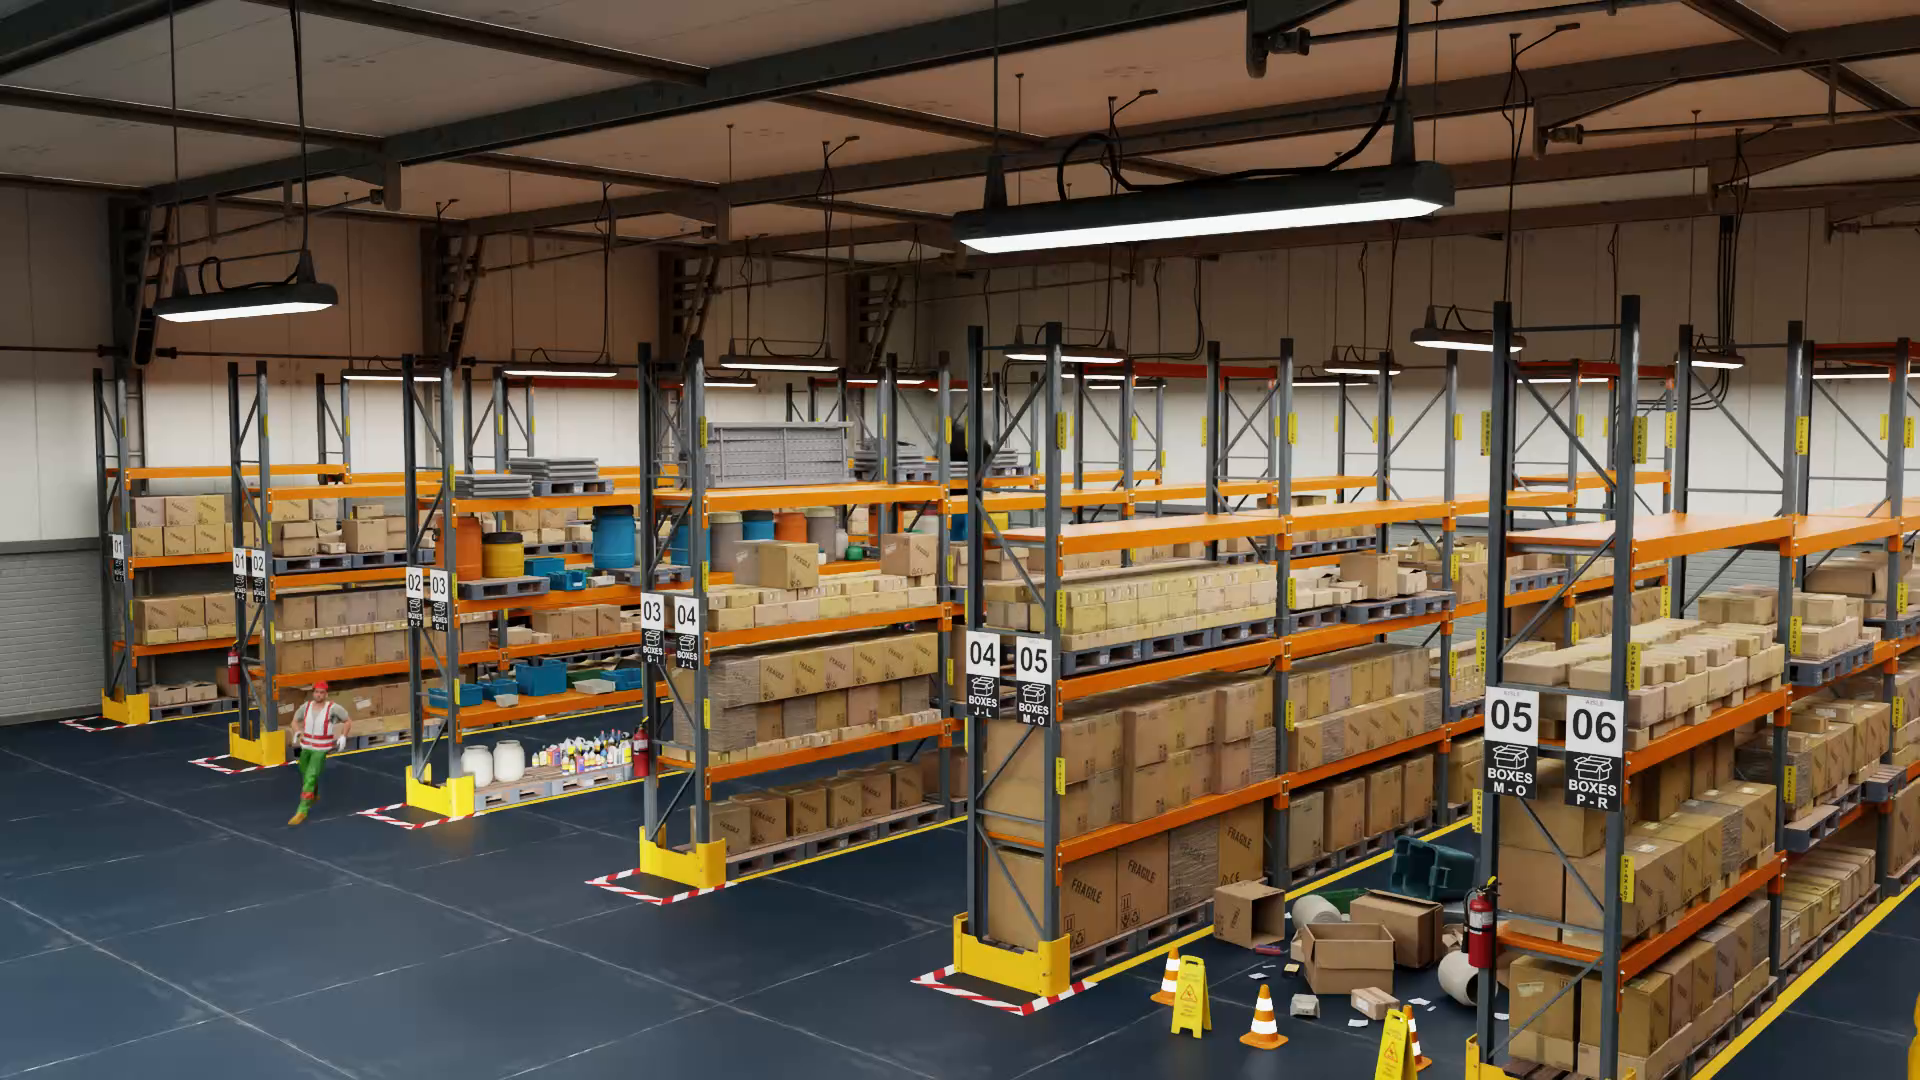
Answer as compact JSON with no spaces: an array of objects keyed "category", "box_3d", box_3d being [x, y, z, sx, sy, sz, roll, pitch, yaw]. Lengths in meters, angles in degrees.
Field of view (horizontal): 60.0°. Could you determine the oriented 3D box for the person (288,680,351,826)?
[{"category":"person","box_3d":[-8.286,2.695,21.395,0.724,1.781,0.930,0,4,6]}]
